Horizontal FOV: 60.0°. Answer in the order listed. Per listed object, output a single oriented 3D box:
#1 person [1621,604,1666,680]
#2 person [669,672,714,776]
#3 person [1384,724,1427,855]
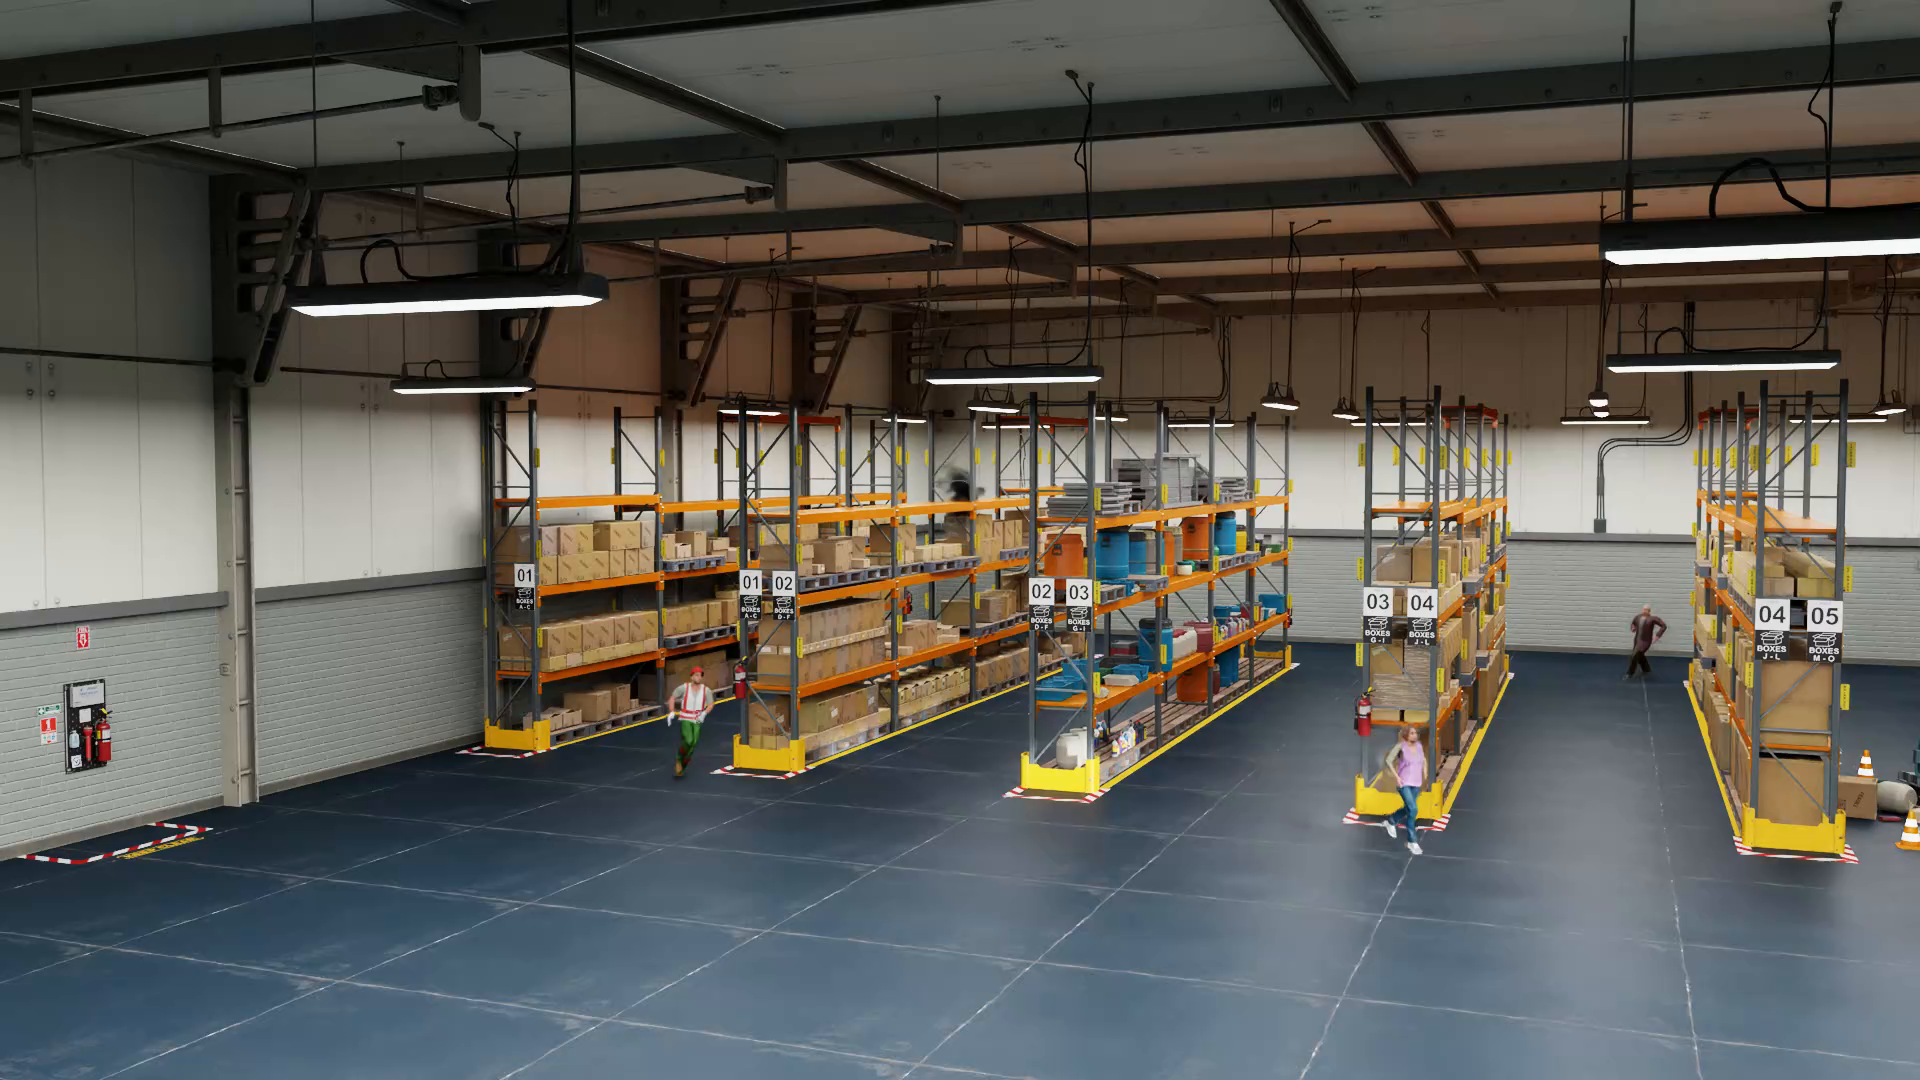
[{"bbox_3d":[15.408,2.317,37.417,0.857,1.772,0.833,-1,3,-22],"label":"person"},{"bbox_3d":[-4.161,2.872,26.000,0.663,1.669,0.594,-1,3,-22],"label":"person"},{"bbox_3d":[5.710,3.150,21.321,0.534,1.619,0.763,-1,3,-25],"label":"person"}]
